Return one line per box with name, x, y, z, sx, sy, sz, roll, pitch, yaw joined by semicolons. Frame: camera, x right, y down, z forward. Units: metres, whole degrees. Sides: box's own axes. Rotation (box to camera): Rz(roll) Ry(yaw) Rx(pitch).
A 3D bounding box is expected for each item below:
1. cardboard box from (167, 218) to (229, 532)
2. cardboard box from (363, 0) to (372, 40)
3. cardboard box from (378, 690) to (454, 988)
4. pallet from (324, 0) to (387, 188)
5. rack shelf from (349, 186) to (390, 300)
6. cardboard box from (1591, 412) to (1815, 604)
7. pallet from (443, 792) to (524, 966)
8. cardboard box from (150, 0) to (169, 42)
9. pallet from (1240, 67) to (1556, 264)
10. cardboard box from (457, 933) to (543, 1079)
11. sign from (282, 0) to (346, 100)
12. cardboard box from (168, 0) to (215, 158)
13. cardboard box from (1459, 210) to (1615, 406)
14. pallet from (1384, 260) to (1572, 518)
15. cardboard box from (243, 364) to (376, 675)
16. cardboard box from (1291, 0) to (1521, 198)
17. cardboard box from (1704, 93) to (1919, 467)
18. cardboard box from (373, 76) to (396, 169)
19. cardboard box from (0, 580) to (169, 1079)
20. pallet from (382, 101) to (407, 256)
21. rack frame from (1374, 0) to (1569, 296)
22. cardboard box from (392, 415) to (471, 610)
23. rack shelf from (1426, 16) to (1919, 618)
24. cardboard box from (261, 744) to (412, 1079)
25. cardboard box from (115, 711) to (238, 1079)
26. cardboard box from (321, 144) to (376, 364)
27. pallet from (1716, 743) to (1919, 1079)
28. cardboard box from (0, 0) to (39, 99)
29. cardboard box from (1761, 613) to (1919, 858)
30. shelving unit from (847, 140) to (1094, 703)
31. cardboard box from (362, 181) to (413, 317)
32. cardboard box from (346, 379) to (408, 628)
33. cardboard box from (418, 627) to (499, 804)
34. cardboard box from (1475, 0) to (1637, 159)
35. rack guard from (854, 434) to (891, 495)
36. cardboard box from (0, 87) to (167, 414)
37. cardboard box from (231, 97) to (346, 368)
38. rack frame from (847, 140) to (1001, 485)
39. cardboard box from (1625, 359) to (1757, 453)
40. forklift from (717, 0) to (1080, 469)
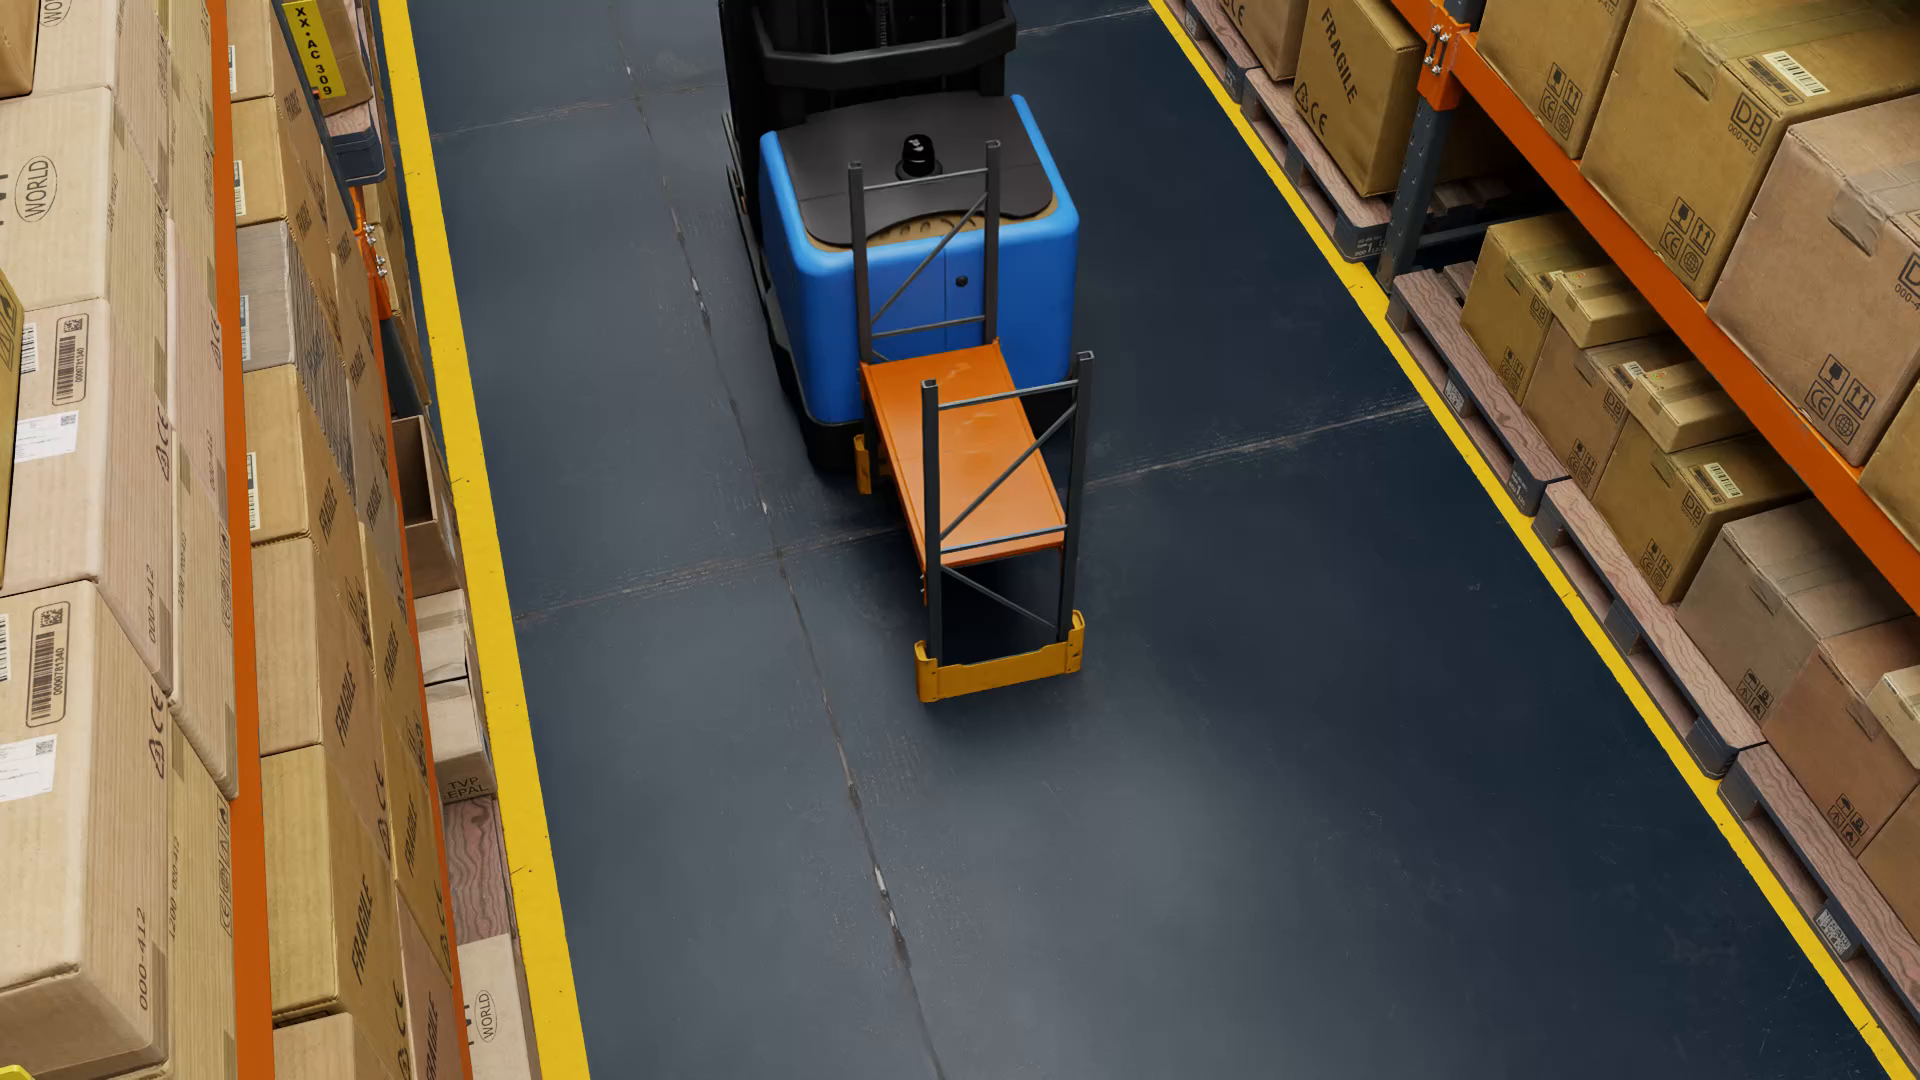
cardboard box;-1.450;-0.211;2.602;0.500;0.250;0.500;-13;51;-11
cardboard box;-3.121;-2.676;7.891;0.500;0.500;0.500;-12;51;-10
cardboard box;-1.438;0.714;3.621;0.500;0.500;0.500;-13;51;-11
pallet;-2.571;-1.595;5.758;1.003;0.211;1.213;-13;51;-11
rack shelf;-3.030;-2.277;6.679;1.077;0.370;4.000;-13;51;-11
cardboard box;2.711;-0.189;5.807;0.700;0.500;0.500;-12;51;-10
pallet;-1.872;1.245;5.063;1.003;0.211;1.213;-13;51;-11
cardboard box;-1.745;-1.103;3.027;0.500;0.250;0.500;-13;51;-11
pallet;1.992;-1.819;7.645;1.003;0.211;1.213;-13;51;-11
cardboard box;-1.441;1.426;4.597;0.500;0.250;0.500;-13;51;-11
sign;-1.923;-1.456;4.949;0.100;0.325;0.005;-13;51;-11
cardboard box;-1.747;-0.941;3.218;0.500;0.250;0.500;-13;51;-11
cardboard box;2.416;-0.932;6.434;0.700;0.500;0.500;-13;51;-11
pallet;2.443;-0.699;6.702;1.003;0.211;1.213;-13;51;-11
cardboard box;-1.591;0.017;3.554;0.500;0.500;0.500;-14;51;-11
cardboard box;1.976;-2.059;7.155;0.750;0.750;0.750;-13;51;-11
cardboard box;2.872;-0.805;4.770;0.980;0.700;0.700;-16;52;-13
cardboard box;-2.807;-1.916;7.251;0.500;0.500;0.500;-15;52;-12
cardboard box;-1.159;0.359;1.794;0.500;0.250;0.500;-13;51;-11
pallet;-3.080;-1.628;7.484;1.003;0.211;1.213;-13;51;-11
rack frame;2.292;-2.171;6.119;1.000;3.000;0.127;-13;51;-11
cardboard box;-1.999;-0.033;5.663;0.500;0.500;0.500;-13;51;-11
rack shelf;2.884;-0.479;5.162;1.077;0.370;4.000;-13;51;-11
cardboard box;-1.297;0.755;2.933;0.500;0.500;0.500;-13;51;-11
cardboard box;-1.165;0.522;1.984;0.500;0.250;0.500;-13;51;-11
cardboard box;-2.046;-0.774;4.875;0.500;0.500;0.500;-13;51;-10
pallet;3.164;1.083;5.199;1.003;0.211;1.213;-13;51;-11
cardboard box;-1.799;-0.932;2.392;0.700;0.500;0.500;-13;51;-11
cardboard box;3.025;0.566;5.171;0.700;0.500;0.500;-13;51;-11
shelving unit;0.014;-0.369;5.580;0.587;1.500;1.083;-11;51;-9
cardboard box;-2.517;-1.180;6.630;0.500;0.500;0.500;-13;51;-10
cardboard box;-1.738;-0.023;4.242;0.500;0.500;0.500;-12;51;-10
cardboard box;-1.777;0.576;5.273;0.500;0.311;0.500;-13;51;-11
cardboard box;2.437;-1.868;5.667;0.980;0.700;0.700;-13;51;-10
rack guard;-0.109;-0.335;6.369;0.587;0.250;0.087;-11;51;-9
cardboard box;-1.454;-0.371;2.410;0.500;0.250;0.500;-13;51;-11
cardboard box;-1.888;-0.719;4.175;0.500;0.500;0.500;-14;51;-12
rack frame;-0.114;-0.753;5.903;0.500;1.500;0.032;-11;51;-9
cardboard box;2.497;-0.468;5.619;0.380;0.149;0.250;-15;51;-12
forklift;-0.421;-2.373;6.334;1.130;2.935;3.031;-11;51;-9
